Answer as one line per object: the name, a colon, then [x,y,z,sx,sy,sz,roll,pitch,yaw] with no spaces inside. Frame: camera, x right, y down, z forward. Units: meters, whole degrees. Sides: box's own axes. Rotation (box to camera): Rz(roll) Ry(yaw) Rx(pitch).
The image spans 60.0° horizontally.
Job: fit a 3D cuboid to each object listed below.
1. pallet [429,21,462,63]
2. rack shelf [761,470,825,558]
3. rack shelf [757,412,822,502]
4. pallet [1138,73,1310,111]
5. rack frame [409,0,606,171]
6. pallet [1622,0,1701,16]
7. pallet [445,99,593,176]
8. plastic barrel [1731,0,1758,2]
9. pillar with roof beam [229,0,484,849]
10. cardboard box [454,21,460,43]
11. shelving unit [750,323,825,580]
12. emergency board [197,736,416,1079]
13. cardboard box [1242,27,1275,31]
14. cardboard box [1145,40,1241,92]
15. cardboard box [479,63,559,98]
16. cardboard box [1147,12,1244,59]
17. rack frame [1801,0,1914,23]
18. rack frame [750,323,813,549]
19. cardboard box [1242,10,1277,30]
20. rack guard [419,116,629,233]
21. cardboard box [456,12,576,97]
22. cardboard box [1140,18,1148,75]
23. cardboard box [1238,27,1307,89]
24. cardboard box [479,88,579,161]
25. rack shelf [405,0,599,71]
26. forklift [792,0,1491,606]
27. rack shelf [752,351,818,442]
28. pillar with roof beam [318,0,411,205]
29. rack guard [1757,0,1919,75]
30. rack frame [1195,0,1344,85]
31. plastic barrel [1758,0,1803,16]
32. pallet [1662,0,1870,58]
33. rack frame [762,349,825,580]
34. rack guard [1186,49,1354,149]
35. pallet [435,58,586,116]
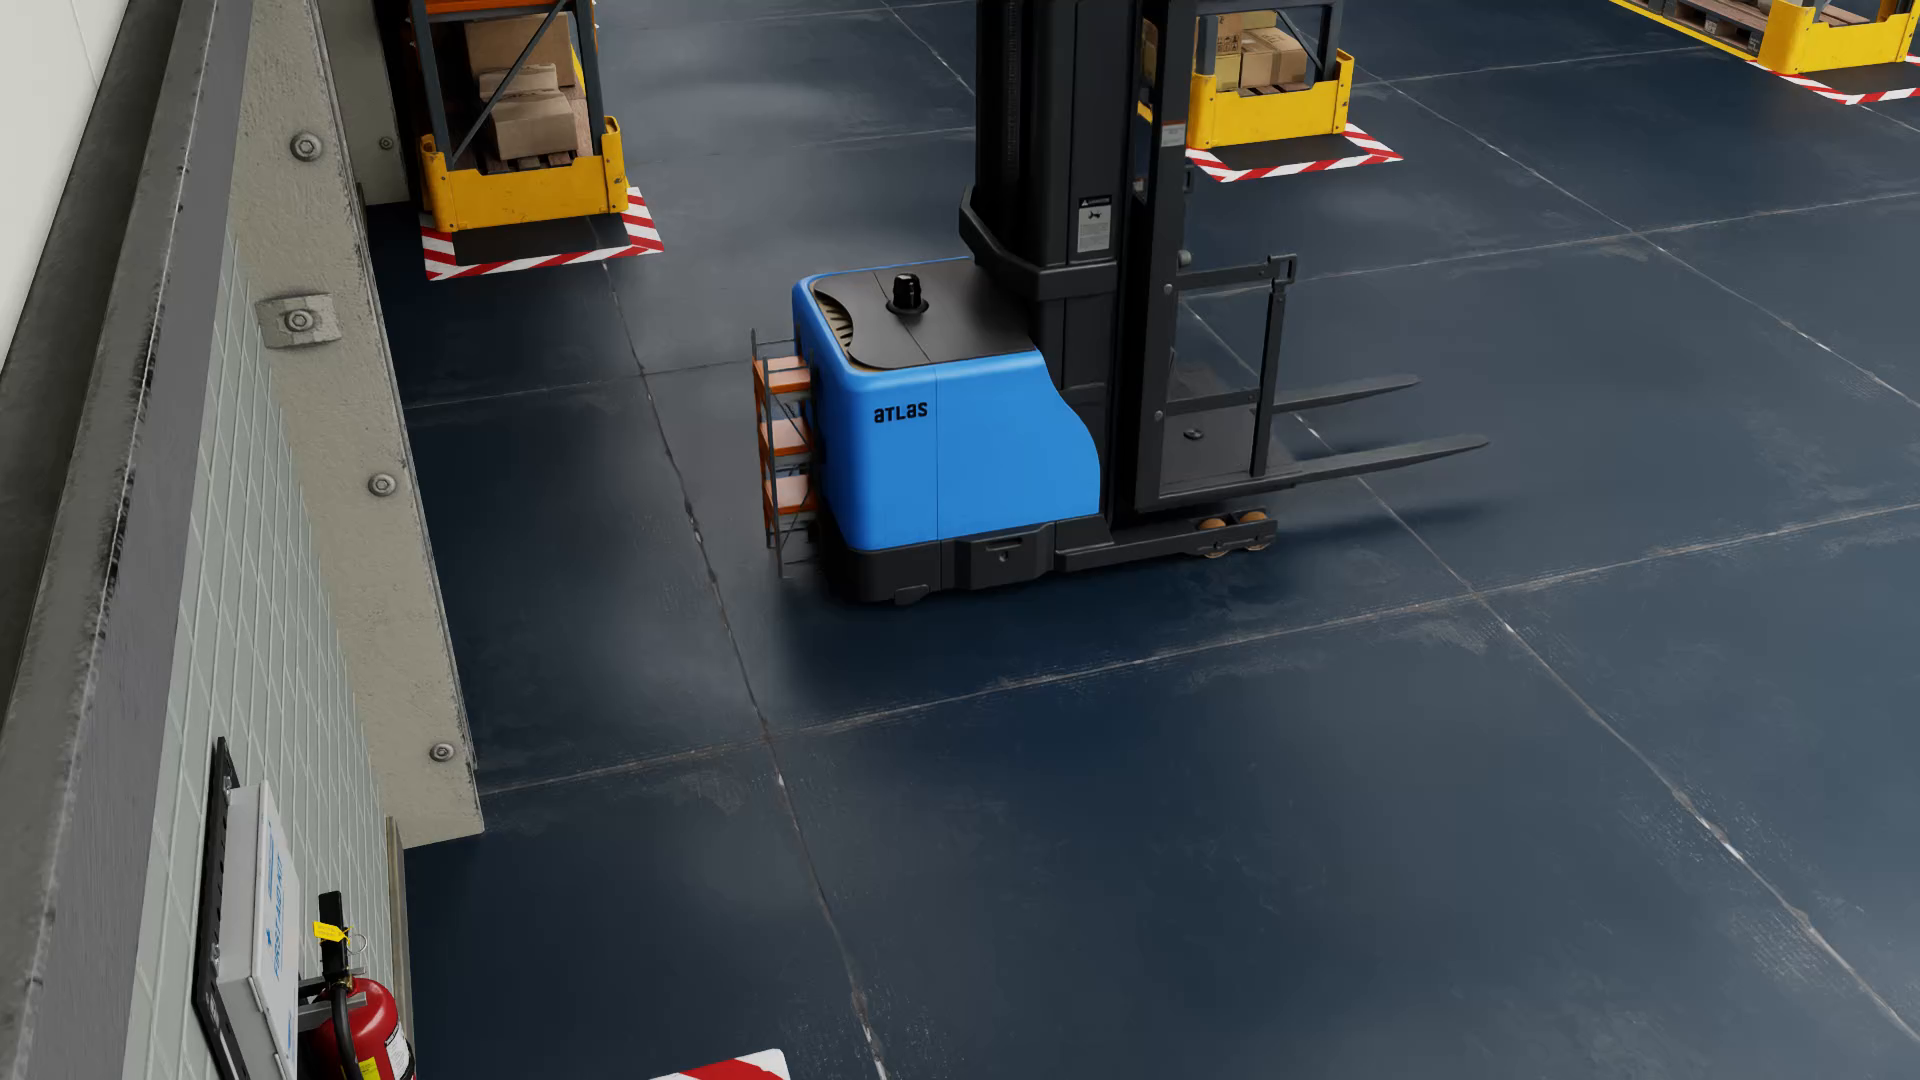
pallet: [-3.620,-3.842,12.873,1.003,0.211,1.213,-10,35,-15]
rack shelf: [-0.702,-0.111,6.989,0.215,0.259,0.240,-10,35,-14]
rack shelf: [-0.702,-0.343,6.835,0.215,0.259,0.240,-10,35,-14]
pallet: [1.805,-3.318,12.080,1.003,0.211,1.213,-10,35,-15]
rack frame: [-2.638,-3.252,9.451,1.000,3.000,0.127,-10,35,-15]
pallet: [6.117,-4.853,14.404,1.003,0.211,1.213,-10,35,-15]
pallet: [-2.876,-2.561,10.934,1.003,0.211,1.213,-10,35,-15]
plastic barrel: [6.370,-4.651,13.444,0.421,0.512,0.421,0,33,0]
pillar with roof beam: [2.254,-3.551,4.461,9.100,9.000,0.400,-10,35,-15]
cardboard box: [-3.504,-3.955,12.382,0.500,0.500,0.500,-13,35,-18]
shelving unit: [-0.702,-0.351,6.829,0.215,1.050,0.252,-10,35,-14]
emergency board: [-1.128,0.980,3.046,0.194,1.169,0.643,-10,35,-15]
cardboard box: [1.970,-3.696,12.236,0.500,0.250,0.500,-10,35,-15]
cardboard box: [1.633,-3.347,11.707,0.500,0.250,0.500,-10,35,-15]
cardboard box: [-2.937,-2.992,11.096,0.500,0.311,0.500,-7,34,-11]
cardboard box: [1.631,-3.659,11.500,0.500,0.500,0.500,-10,35,-15]
rack frame: [6.797,-4.918,11.972,1.000,3.000,0.127,-10,35,-15]
rack frame: [-0.737,-0.416,6.927,0.200,1.050,0.008,-10,35,-14]
cardboard box: [1.972,-4.009,12.029,0.500,0.500,0.500,-10,35,-15]
rack guard: [-2.661,-2.249,10.200,1.175,0.500,0.348,-10,35,-15]
cardboard box: [-3.114,-3.464,11.640,0.700,0.500,0.500,-12,35,-18]
cardboard box: [1.469,-3.607,12.102,0.500,0.250,0.500,-10,35,-15]
cardboard box: [2.126,-3.434,11.839,0.500,0.250,0.500,-10,35,-15]
cardboard box: [-2.764,-2.692,10.643,0.500,0.311,0.500,-14,36,-20]
rack shelf: [-3.248,-4.002,11.238,1.077,0.370,4.000,-10,35,-15]
forklift: [0.857,-1.415,6.733,3.031,2.935,1.130,-10,35,-14]
rack shelf: [-0.702,-0.579,6.679,0.215,0.259,0.240,-10,35,-14]
pillar with roof beam: [0.424,-6.701,9.228,9.100,9.000,0.400,-10,35,-15]
rack guard: [6.729,-3.907,12.709,1.175,0.500,0.348,-10,35,-15]
rack frame: [2.078,-4.087,10.714,1.000,3.000,0.127,-10,35,-15]
plastic barrel: [6.523,-4.388,13.045,0.421,0.512,0.421,0,33,0]
pallet: [6.486,-4.214,13.436,1.003,0.211,1.213,-10,35,-15]
rack frame: [-0.666,-0.287,6.732,0.200,1.050,0.008,-10,35,-14]
rack guard: [2.086,-3.032,11.384,1.175,0.500,0.348,-10,35,-15]
pallet: [-3.244,-3.200,11.902,1.003,0.211,1.213,-10,35,-15]
